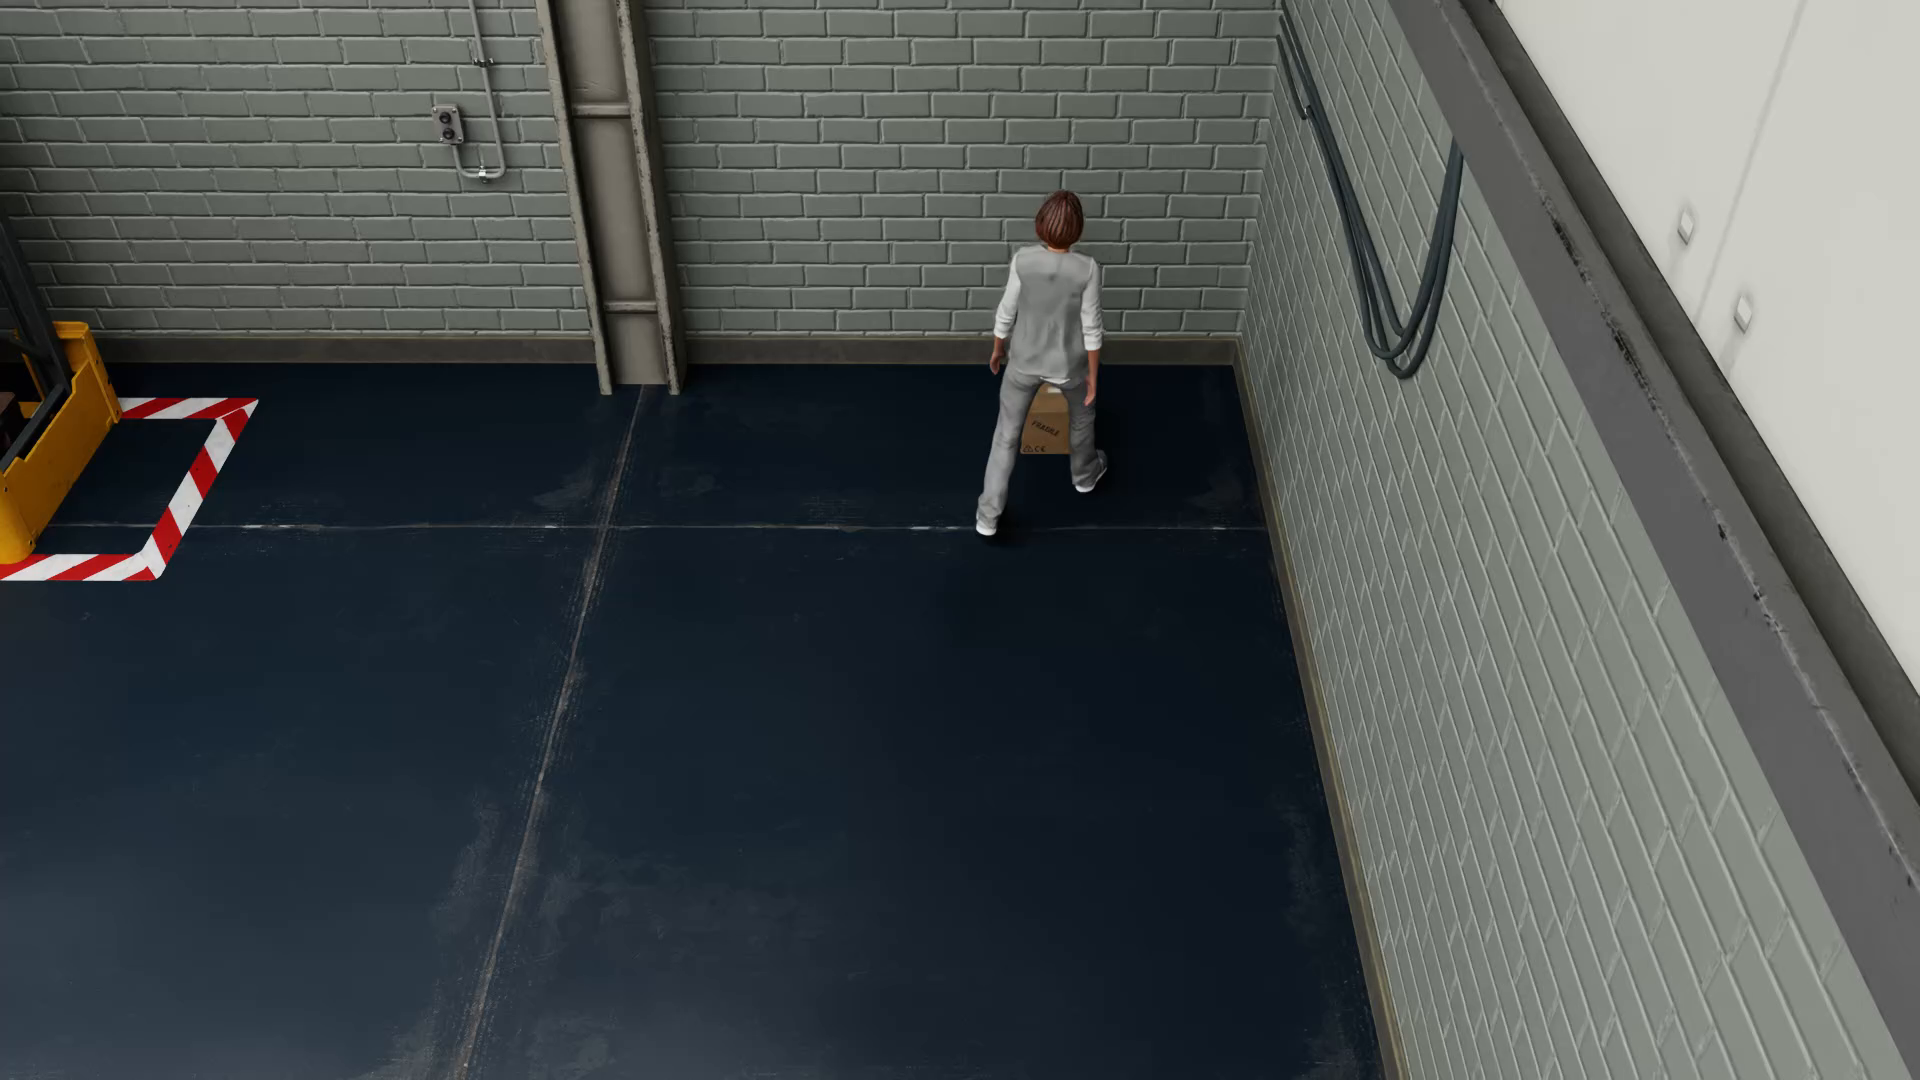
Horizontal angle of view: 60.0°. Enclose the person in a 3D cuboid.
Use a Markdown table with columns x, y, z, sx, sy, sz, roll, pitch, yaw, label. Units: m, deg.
| x | y | z | sx | sy | sz | roll | pitch | yaw | label |
| --- | --- | --- | --- | --- | --- | --- | --- | --- | --- |
| 0.362 | -1.007 | 6.871 | 0.484 | 0.938 | 0.281 | 7 | 41 | 8 | person |
